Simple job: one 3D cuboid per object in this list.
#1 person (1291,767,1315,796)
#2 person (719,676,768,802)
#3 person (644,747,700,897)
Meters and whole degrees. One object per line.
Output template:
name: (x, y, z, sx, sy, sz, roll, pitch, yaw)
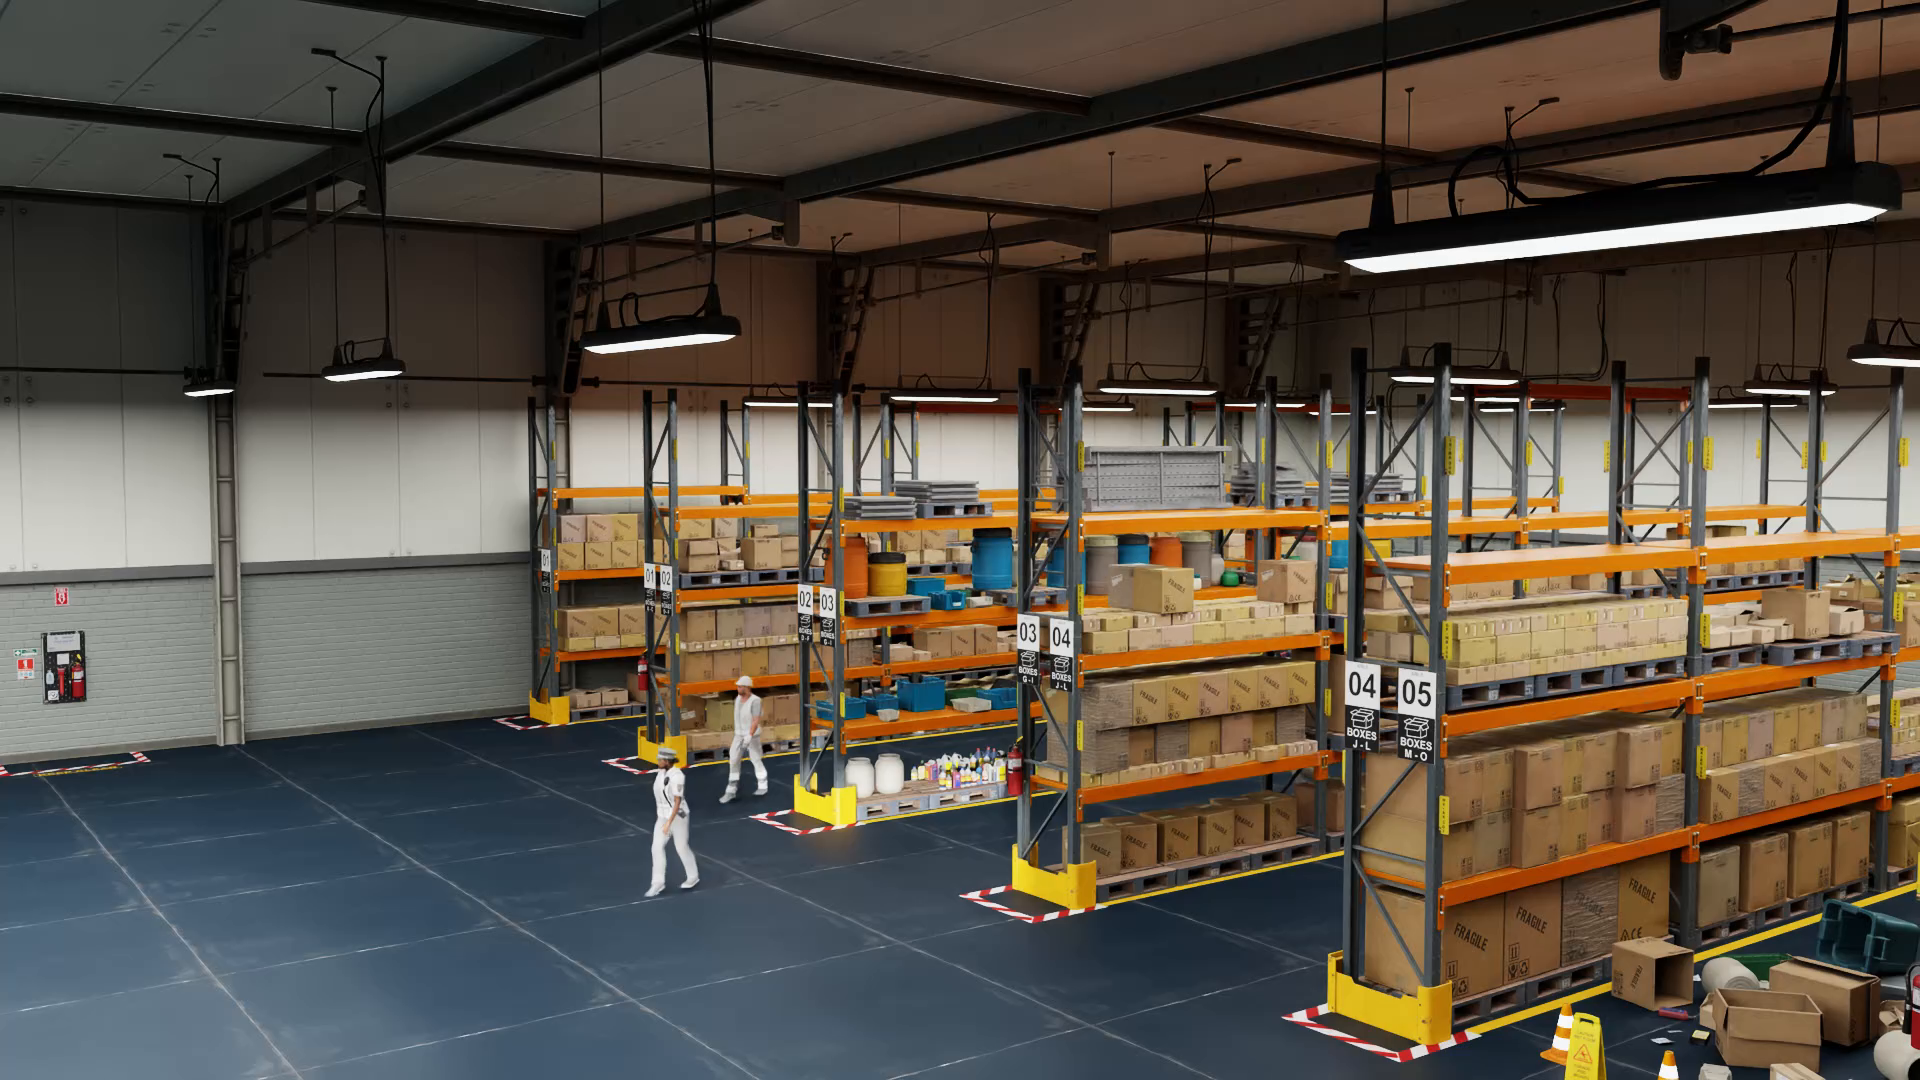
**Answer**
person: (5.012, 2.921, 24.211, 0.552, 1.647, 0.553, -1, 3, -11)
person: (-3.119, 2.851, 24.009, 0.551, 1.773, 0.854, 2, 4, 35)
person: (-3.330, 3.227, 19.098, 0.475, 1.716, 0.713, 3, 4, 41)
